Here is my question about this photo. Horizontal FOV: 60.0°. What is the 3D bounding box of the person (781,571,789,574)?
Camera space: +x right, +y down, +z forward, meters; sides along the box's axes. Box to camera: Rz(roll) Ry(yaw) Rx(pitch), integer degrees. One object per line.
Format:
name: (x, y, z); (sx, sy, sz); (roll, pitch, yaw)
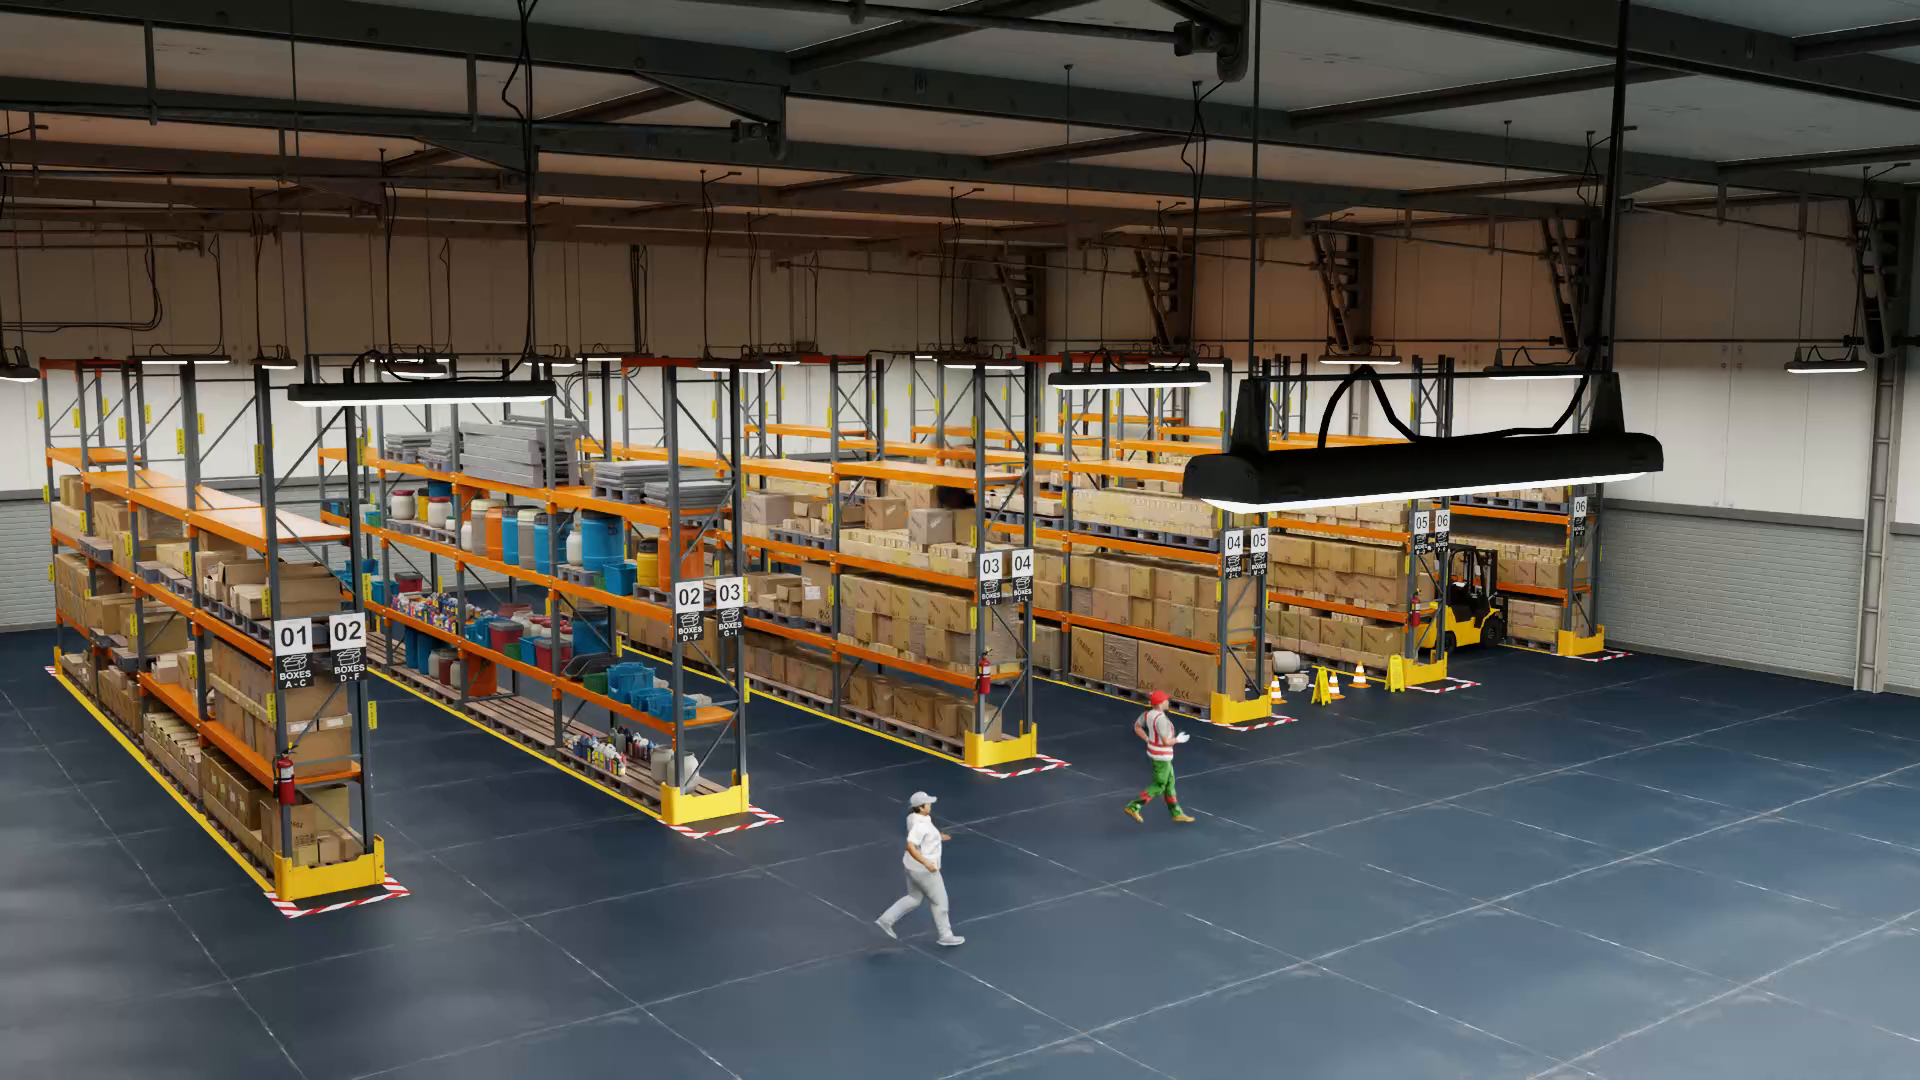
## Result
person: (-3.605, 1.447, 34.006); (0.520, 1.588, 0.855); (-6, 9, -42)

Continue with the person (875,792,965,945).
person: (-0.409, 3.426, 17.317); (0.929, 1.644, 0.613); (-2, 7, -18)

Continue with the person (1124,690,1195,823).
person: (2.600, 2.826, 21.591); (0.985, 1.776, 0.654); (-1, 7, -11)

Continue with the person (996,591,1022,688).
person: (0.847, 1.824, 30.347); (0.687, 1.805, 0.733); (-5, 9, -39)
